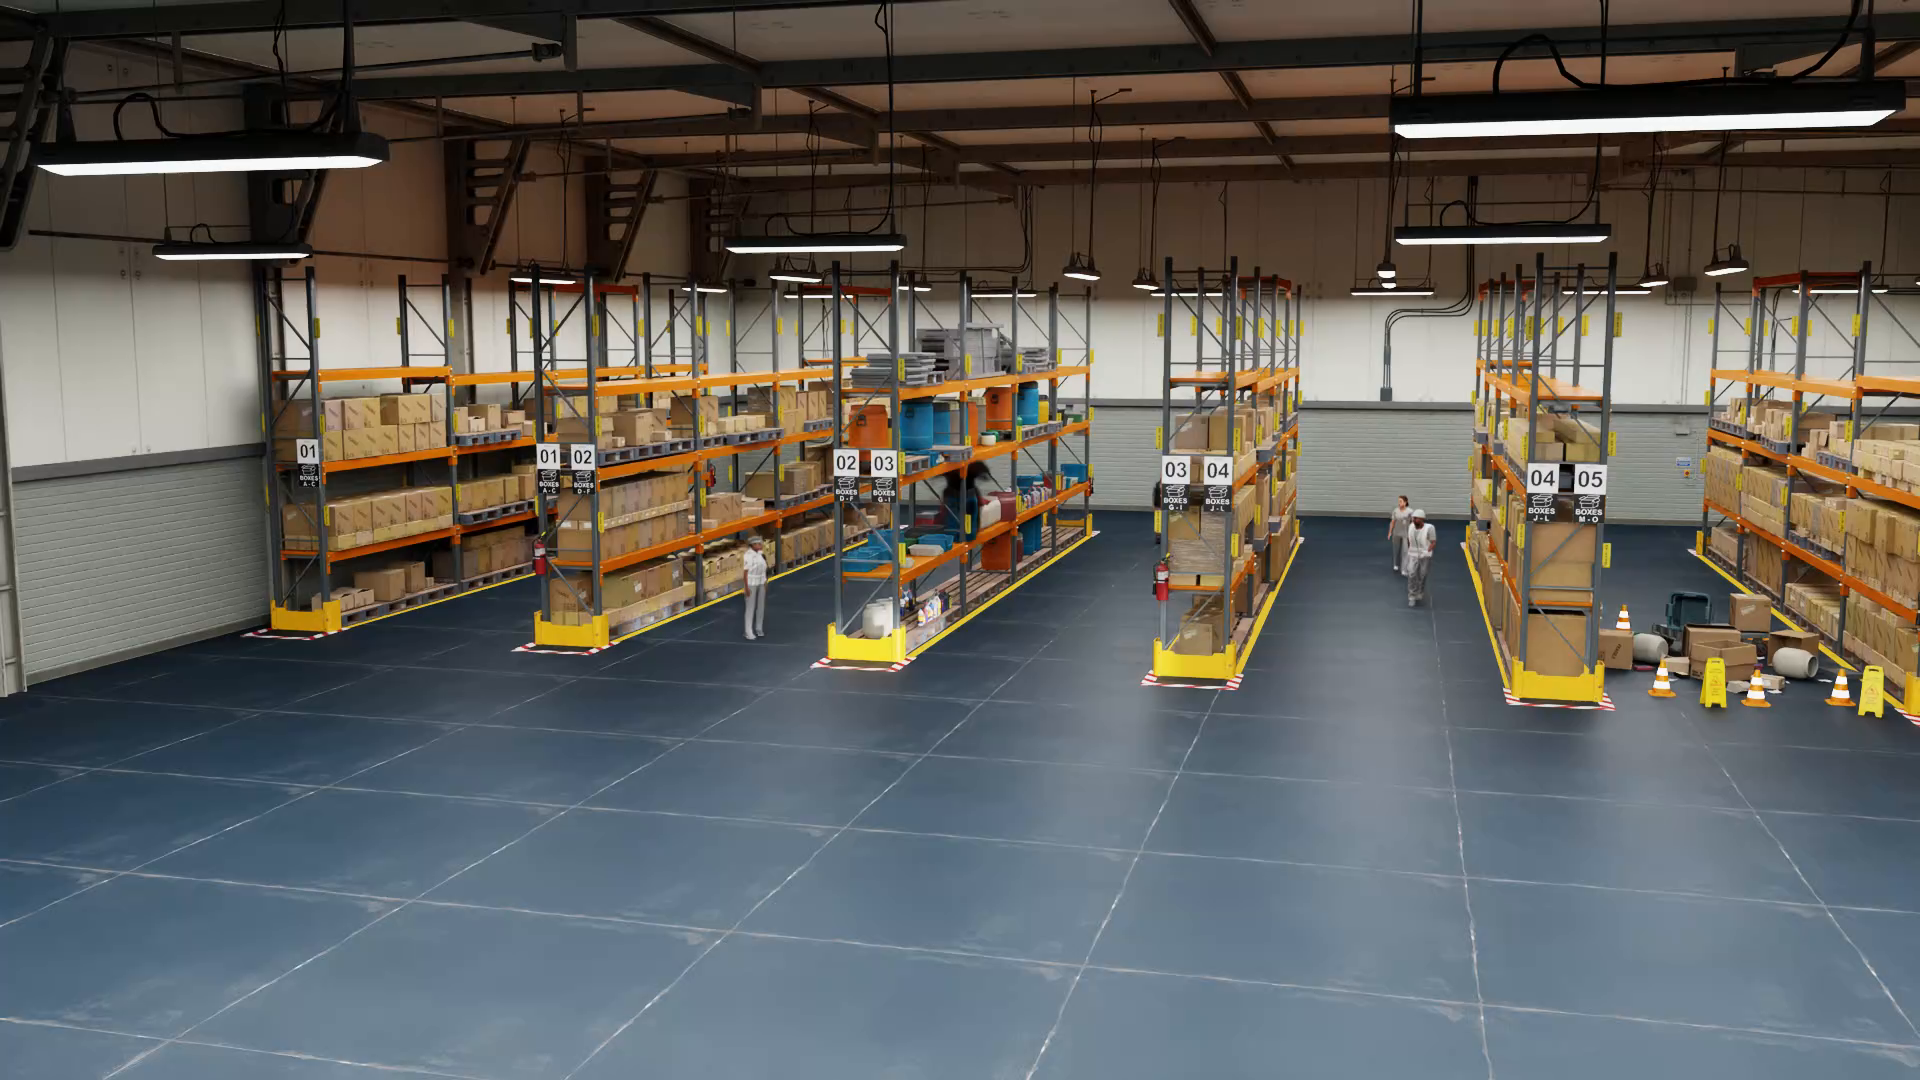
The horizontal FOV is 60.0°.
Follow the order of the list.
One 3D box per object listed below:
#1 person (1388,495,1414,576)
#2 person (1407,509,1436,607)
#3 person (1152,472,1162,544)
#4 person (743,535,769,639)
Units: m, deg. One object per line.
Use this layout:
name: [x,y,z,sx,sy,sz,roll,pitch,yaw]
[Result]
person: [9.034,-0.110,33.957,0.579,1.621,1.030,2,8,15]
person: [8.420,0.331,30.364,0.510,1.801,0.880,2,8,16]
person: [4.769,-0.760,38.962,0.570,1.677,1.066,1,7,11]
person: [-3.346,0.752,27.106,0.362,1.699,0.462,6,9,37]
